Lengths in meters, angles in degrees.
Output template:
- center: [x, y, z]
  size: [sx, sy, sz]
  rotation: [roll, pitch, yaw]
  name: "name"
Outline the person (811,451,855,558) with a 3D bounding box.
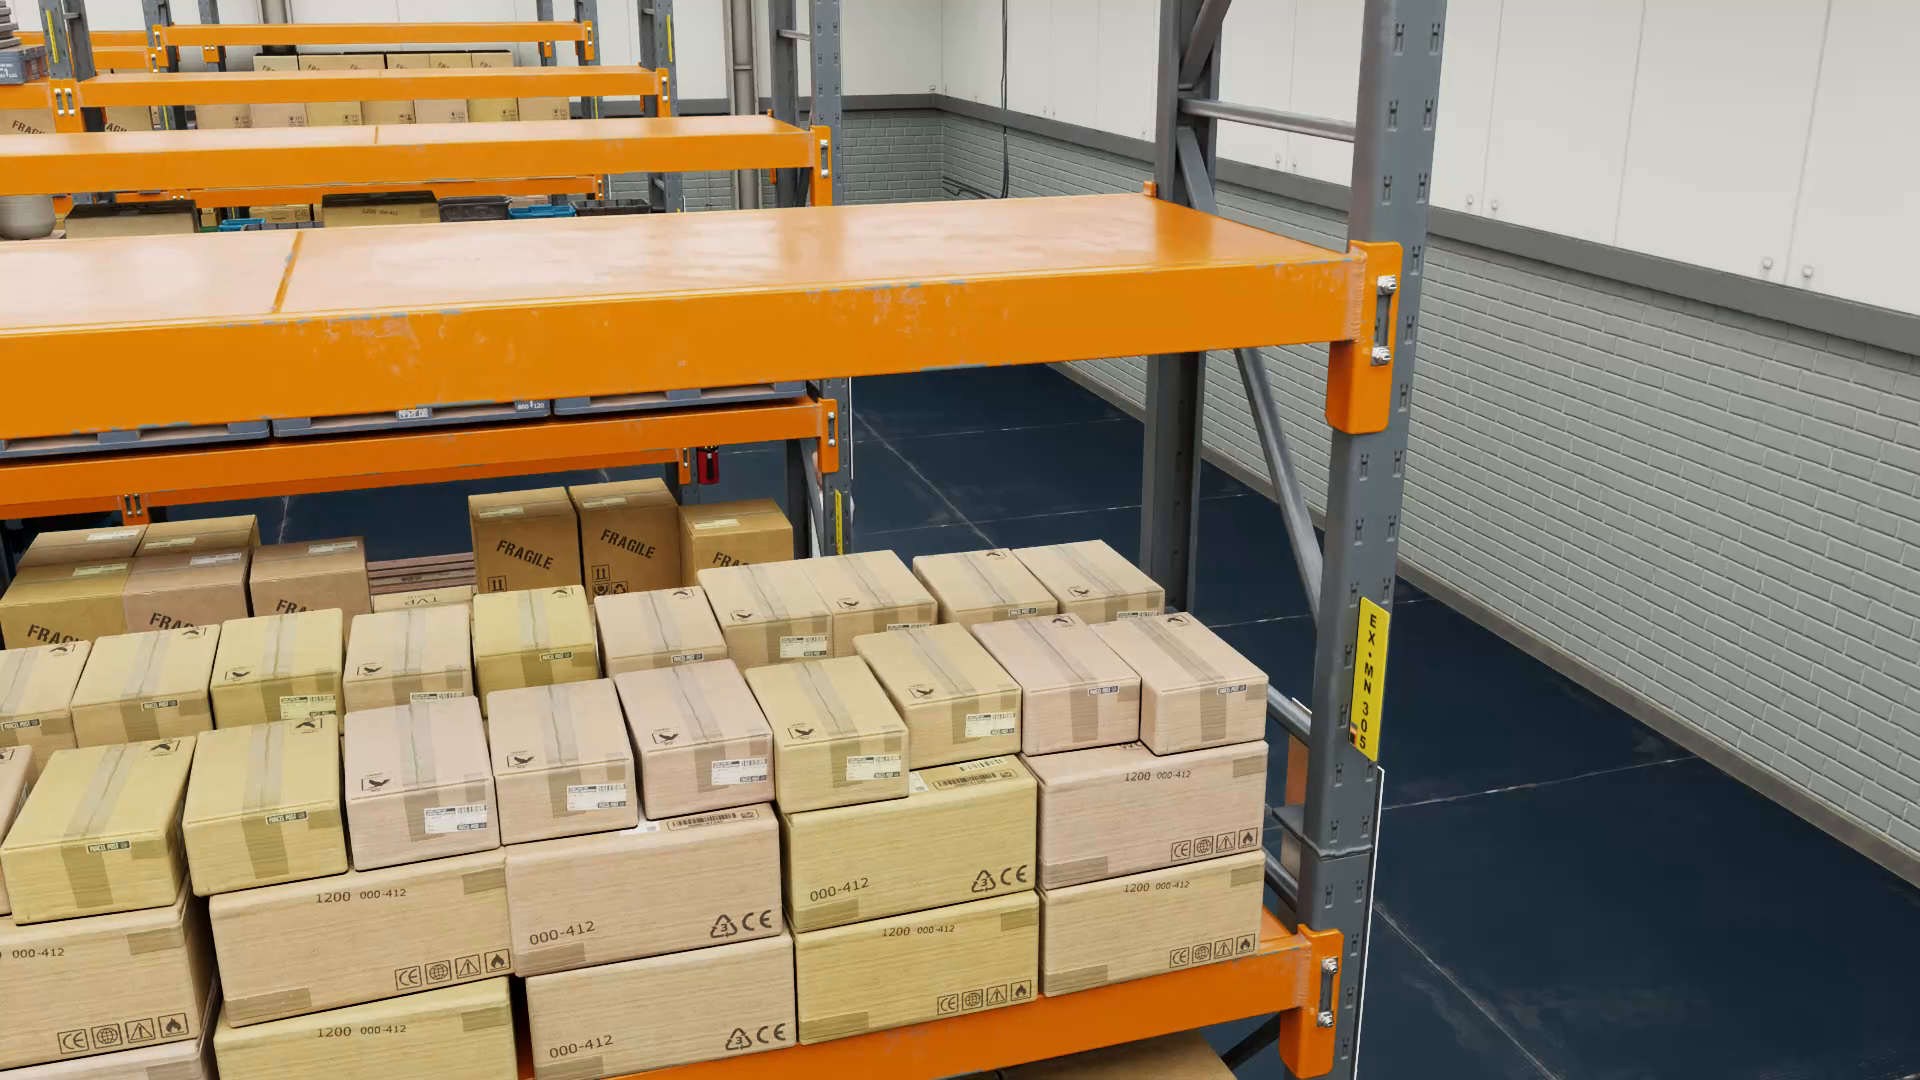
- center: [-0.912, 0.231, 11.455]
  size: [0.378, 1.761, 0.569]
  rotation: [-6, 20, -16]
  name: "person"
